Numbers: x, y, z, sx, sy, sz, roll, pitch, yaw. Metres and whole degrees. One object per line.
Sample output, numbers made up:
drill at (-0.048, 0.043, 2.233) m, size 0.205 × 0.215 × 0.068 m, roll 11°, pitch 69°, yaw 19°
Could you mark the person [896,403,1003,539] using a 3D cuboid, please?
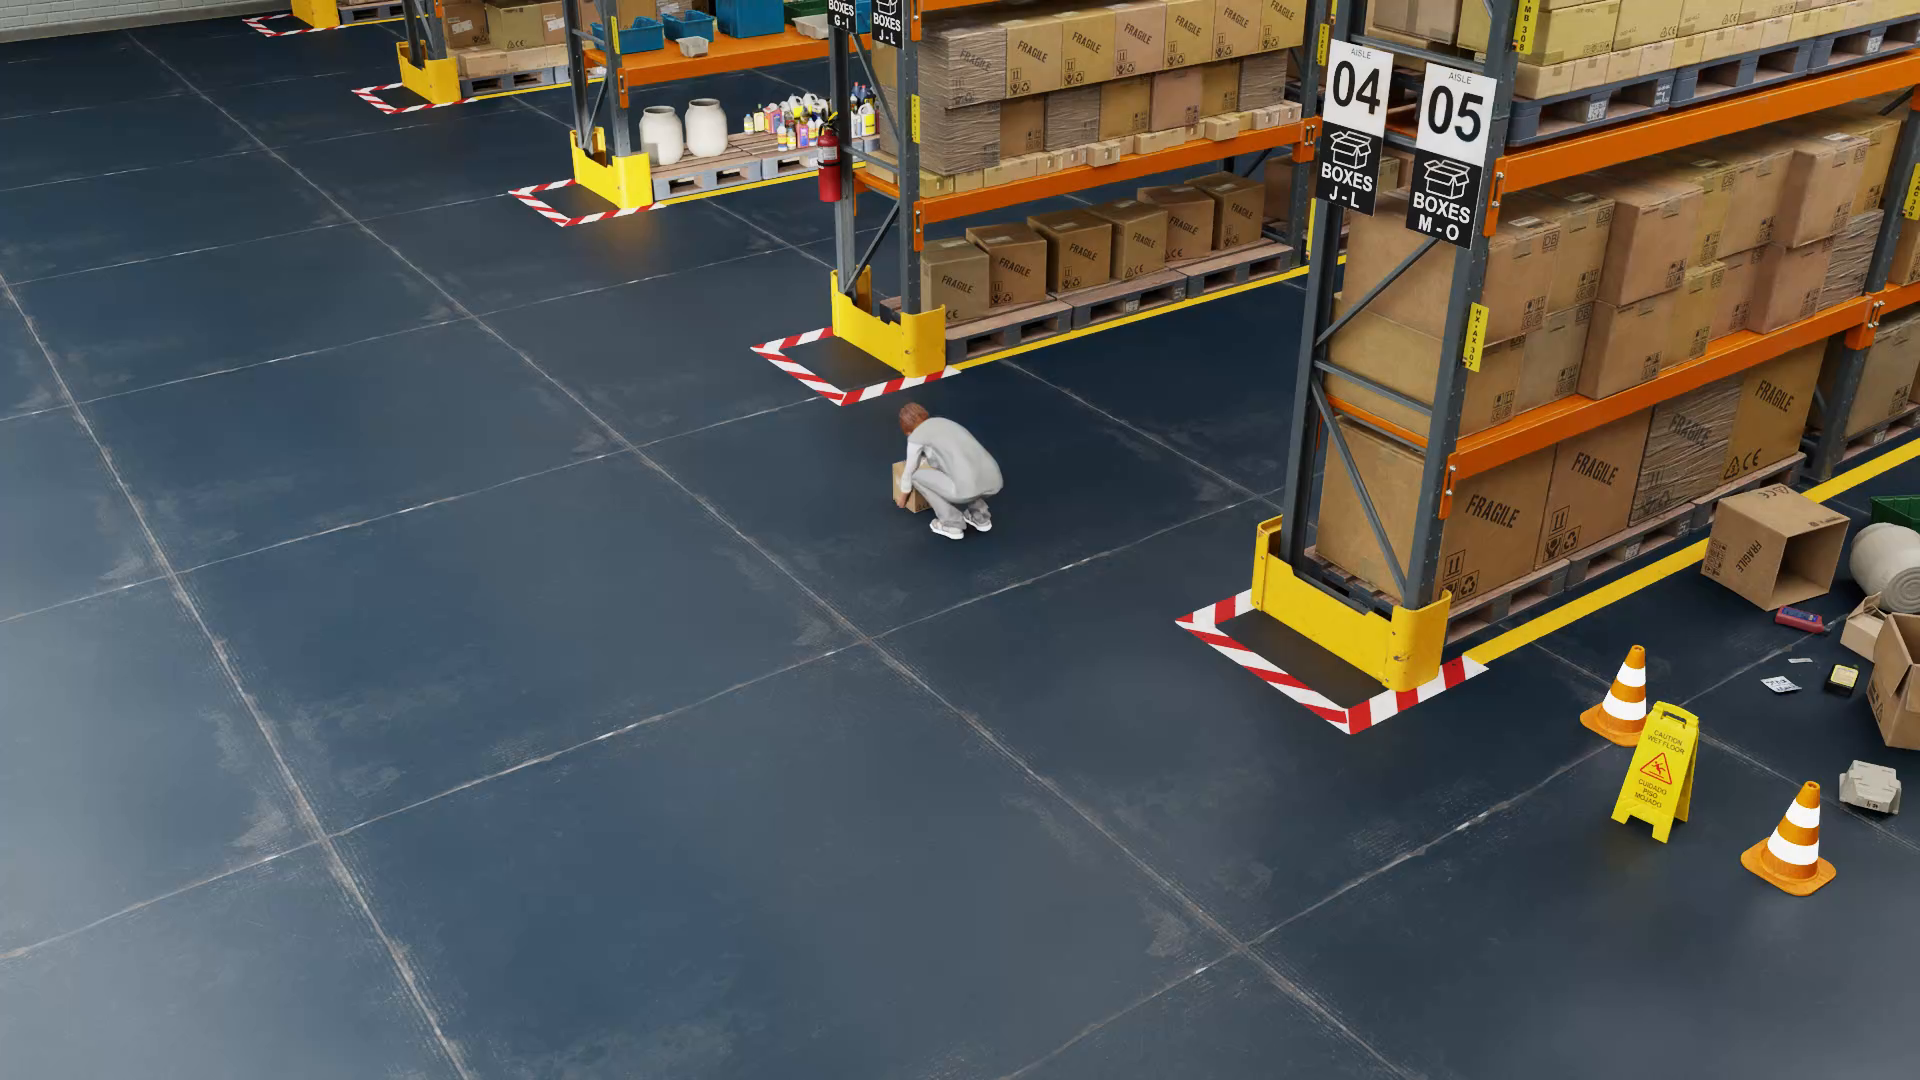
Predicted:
person at (-0.077, -0.401, 10.353) m, size 0.434 × 0.757 × 0.831 m, roll -19°, pitch 34°, yaw -31°
